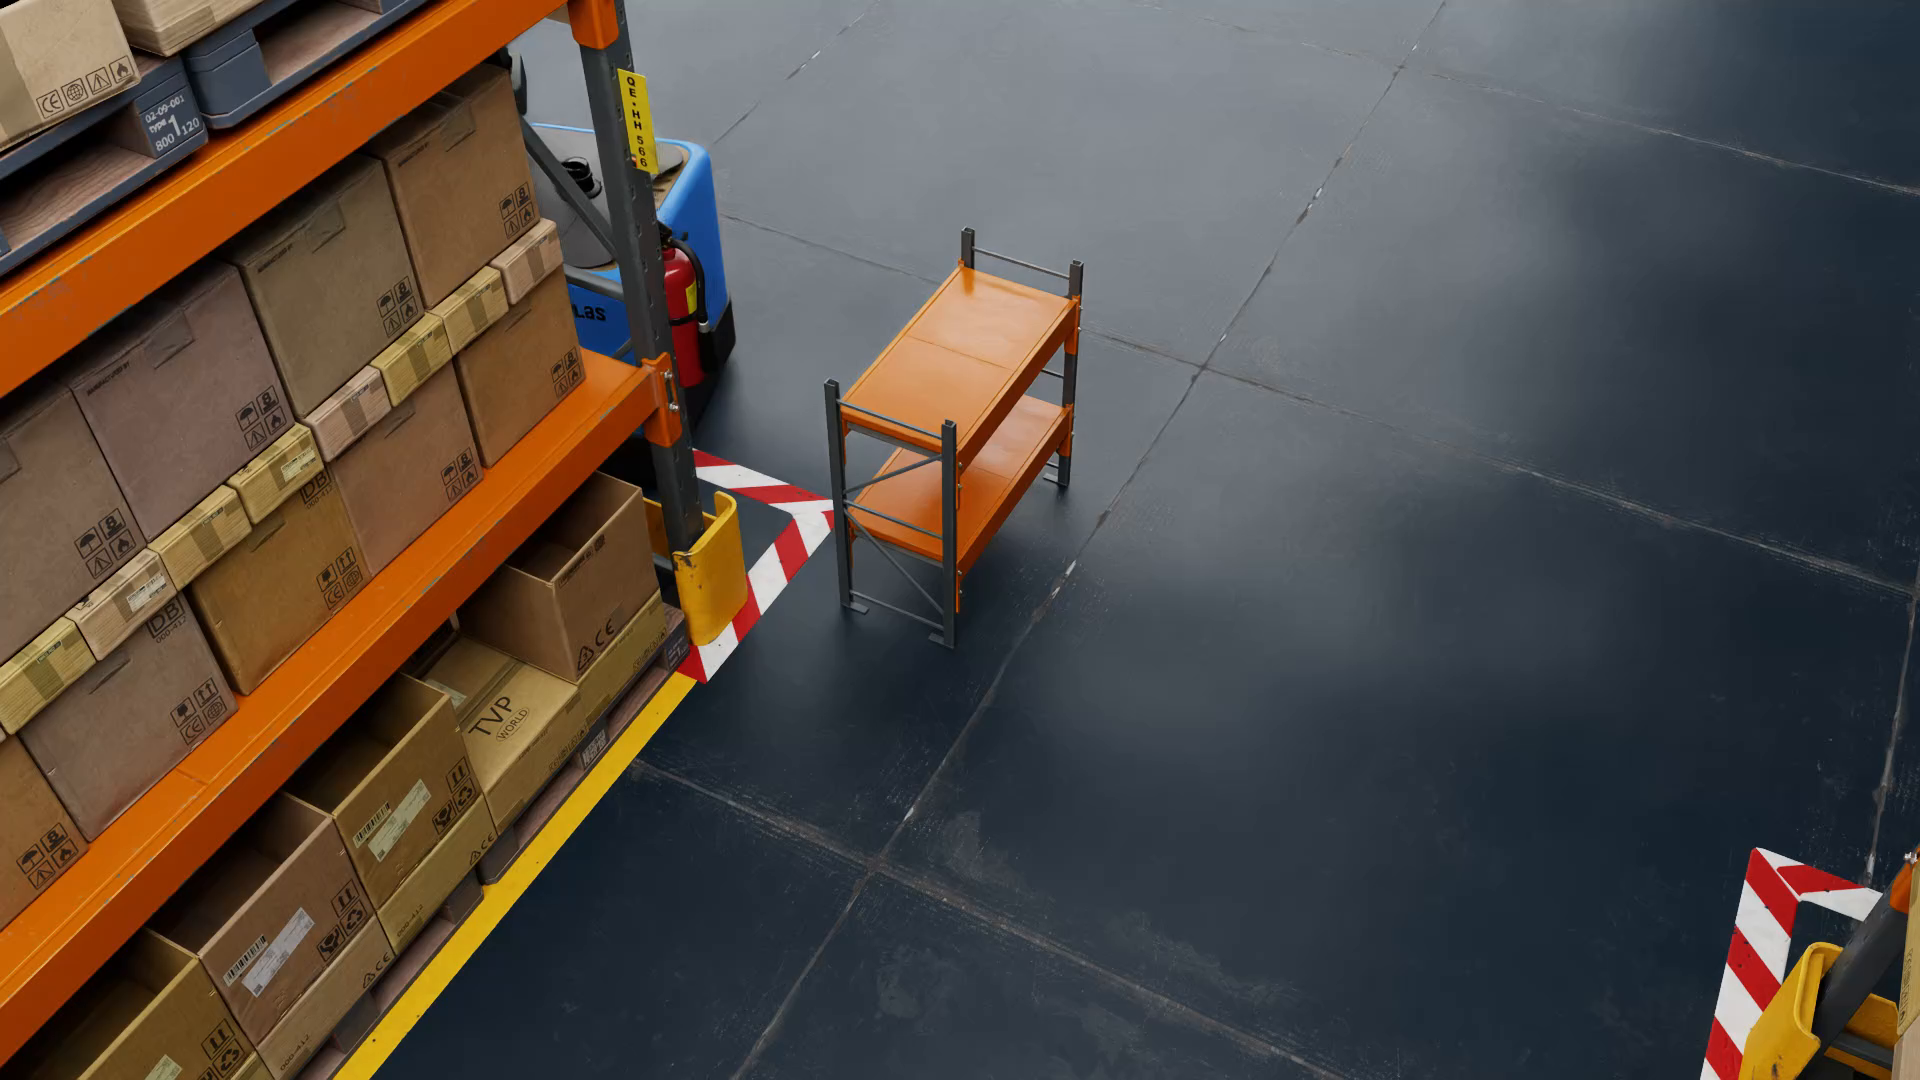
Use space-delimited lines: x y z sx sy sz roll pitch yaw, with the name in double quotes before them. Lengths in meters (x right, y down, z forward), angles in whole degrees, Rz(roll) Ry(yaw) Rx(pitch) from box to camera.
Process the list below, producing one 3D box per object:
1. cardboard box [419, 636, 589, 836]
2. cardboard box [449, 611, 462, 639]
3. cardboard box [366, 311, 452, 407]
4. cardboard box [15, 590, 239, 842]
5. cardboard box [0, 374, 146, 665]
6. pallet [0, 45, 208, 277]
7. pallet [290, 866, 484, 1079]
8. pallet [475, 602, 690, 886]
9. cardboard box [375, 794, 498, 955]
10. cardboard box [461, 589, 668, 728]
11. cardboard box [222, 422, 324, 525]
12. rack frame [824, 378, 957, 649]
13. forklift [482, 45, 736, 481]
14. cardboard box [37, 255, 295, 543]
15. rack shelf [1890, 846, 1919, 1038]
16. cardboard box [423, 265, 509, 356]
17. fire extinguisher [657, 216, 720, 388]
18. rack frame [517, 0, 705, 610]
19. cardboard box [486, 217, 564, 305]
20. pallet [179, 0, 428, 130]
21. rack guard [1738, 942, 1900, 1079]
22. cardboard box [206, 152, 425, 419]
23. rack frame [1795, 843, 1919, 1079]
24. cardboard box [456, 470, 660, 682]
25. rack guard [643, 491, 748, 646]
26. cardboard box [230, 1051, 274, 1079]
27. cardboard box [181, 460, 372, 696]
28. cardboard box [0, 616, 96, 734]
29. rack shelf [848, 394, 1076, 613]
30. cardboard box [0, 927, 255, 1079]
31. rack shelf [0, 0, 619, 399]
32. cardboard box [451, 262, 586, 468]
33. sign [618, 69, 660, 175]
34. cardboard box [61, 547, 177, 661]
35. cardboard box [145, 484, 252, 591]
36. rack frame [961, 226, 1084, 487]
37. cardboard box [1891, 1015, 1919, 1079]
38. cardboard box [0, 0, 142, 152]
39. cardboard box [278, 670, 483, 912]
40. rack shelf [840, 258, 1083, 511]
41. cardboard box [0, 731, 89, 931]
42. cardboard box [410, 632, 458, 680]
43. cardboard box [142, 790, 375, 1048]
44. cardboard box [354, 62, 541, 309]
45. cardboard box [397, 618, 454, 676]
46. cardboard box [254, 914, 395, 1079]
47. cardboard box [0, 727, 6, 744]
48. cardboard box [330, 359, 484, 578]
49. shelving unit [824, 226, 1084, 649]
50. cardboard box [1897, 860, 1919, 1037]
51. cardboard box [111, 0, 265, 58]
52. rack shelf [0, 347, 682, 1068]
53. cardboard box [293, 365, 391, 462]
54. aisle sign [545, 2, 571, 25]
"cardboard box" -1.625 0.654 5.632 0.500 0.250 0.500 20 49 19
"cardboard box" -1.863 0.164 6.117 0.500 0.250 0.500 20 49 19
"cardboard box" -1.664 -0.552 4.660 0.380 0.149 0.250 20 49 18
"cardboard box" -2.361 0.312 4.262 0.700 0.500 0.500 22 49 20
"cardboard box" -2.374 -0.120 3.778 0.700 0.500 0.500 20 49 19
"pallet" -2.333 -0.734 3.320 1.003 0.211 1.213 20 49 19
"pallet" -2.302 1.322 5.294 1.003 0.211 1.213 20 49 19
"pallet" -1.734 0.557 6.051 1.003 0.211 1.213 20 49 19
"cardboard box" -1.856 0.970 5.320 0.500 0.250 0.500 20 49 19
"cardboard box" -1.404 0.335 5.948 0.500 0.250 0.500 20 49 19
"cardboard box" -1.904 -0.229 4.341 0.380 0.149 0.250 22 49 20
"rack frame" -0.239 -0.071 6.029 0.500 1.125 0.032 20 49 19
"forklift" -2.588 -1.806 6.474 3.031 2.935 1.130 9 46 9
"cardboard box" -2.142 -0.436 4.090 0.700 0.500 0.500 21 49 19
"rack shelf" 2.044 2.227 2.946 1.077 0.370 4.000 20 49 19
"cardboard box" -1.545 -0.713 4.820 0.380 0.149 0.250 22 49 20
"fire extinguisher" -0.950 -0.813 5.499 0.296 0.674 0.183 20 49 19
"rack frame" -1.417 -0.919 5.549 1.000 3.000 0.127 20 49 19
"cardboard box" -1.425 -0.879 4.983 0.380 0.149 0.250 20 49 18
"pallet" -1.768 -1.505 4.082 1.003 0.211 1.213 20 49 19
"rack guard" 2.938 1.641 4.777 1.175 0.500 0.348 20 49 19
"cardboard box" -1.908 -0.754 4.404 0.700 0.500 0.500 19 48 18
"rack frame" 2.973 0.714 3.935 1.000 3.000 0.127 20 49 19
"cardboard box" -1.402 0.072 5.680 0.500 0.500 0.500 20 49 19
"rack guard" -1.405 -0.055 6.453 1.175 0.500 0.348 20 49 19
"cardboard box" -2.316 1.601 4.696 0.500 0.250 0.500 20 49 19
"cardboard box" -2.120 -0.021 4.591 0.700 0.500 0.500 21 49 19
"cardboard box" -2.261 0.255 3.862 0.380 0.149 0.250 20 49 19
"rack shelf" -0.003 -0.219 6.520 0.538 0.278 1.000 20 49 19
"cardboard box" -2.317 1.337 4.430 0.500 0.500 0.500 20 49 19
"rack shelf" -2.345 -0.461 3.493 1.077 0.370 4.000 20 49 19
"cardboard box" -1.645 -0.664 5.227 0.700 0.500 0.500 20 49 19
"sign" -0.942 -1.221 4.867 0.100 0.325 0.005 20 49 19
"cardboard box" -2.143 0.099 4.016 0.380 0.149 0.250 20 49 19
"cardboard box" -2.025 -0.062 4.176 0.380 0.149 0.250 22 49 20
"rack frame" 0.233 -0.711 6.662 0.500 1.125 0.032 20 49 19
"cardboard box" 2.237 1.294 3.453 0.500 0.250 0.500 19 48 18
"cardboard box" -1.976 -0.976 3.166 0.500 0.311 0.500 26 51 23
"cardboard box" -1.853 0.707 5.053 0.500 0.500 0.500 20 49 19
"rack shelf" -0.003 -0.597 6.138 0.538 0.278 1.000 20 49 19
"cardboard box" -2.598 0.635 3.943 0.700 0.500 0.500 21 49 20
"cardboard box" -2.091 0.481 5.804 0.500 0.250 0.500 20 49 19
"cardboard box" -2.086 1.022 4.742 0.500 0.500 0.500 20 49 19
"cardboard box" -1.669 -1.087 4.733 0.700 0.500 0.500 21 49 19
"cardboard box" -2.093 0.216 5.538 0.500 0.500 0.500 20 49 19
"cardboard box" -2.089 1.284 5.010 0.500 0.250 0.500 20 49 19
"cardboard box" -2.382 0.419 3.700 0.380 0.149 0.250 19 48 18
"cardboard box" -1.884 -0.332 4.899 0.700 0.500 0.500 22 49 20
"shelving unit" -0.003 -0.391 6.346 0.538 1.125 1.048 20 49 19
"cardboard box" 2.465 0.963 3.781 0.500 0.250 0.500 19 48 18
"cardboard box" -1.718 -1.305 3.534 0.500 0.250 0.500 20 49 19
"rack shelf" -2.345 0.594 4.560 1.077 0.370 4.000 20 49 19
"cardboard box" -1.783 -0.394 4.504 0.380 0.149 0.250 21 49 20
"aisle sign" -1.126 -1.777 4.570 0.394 0.787 0.004 20 49 19
